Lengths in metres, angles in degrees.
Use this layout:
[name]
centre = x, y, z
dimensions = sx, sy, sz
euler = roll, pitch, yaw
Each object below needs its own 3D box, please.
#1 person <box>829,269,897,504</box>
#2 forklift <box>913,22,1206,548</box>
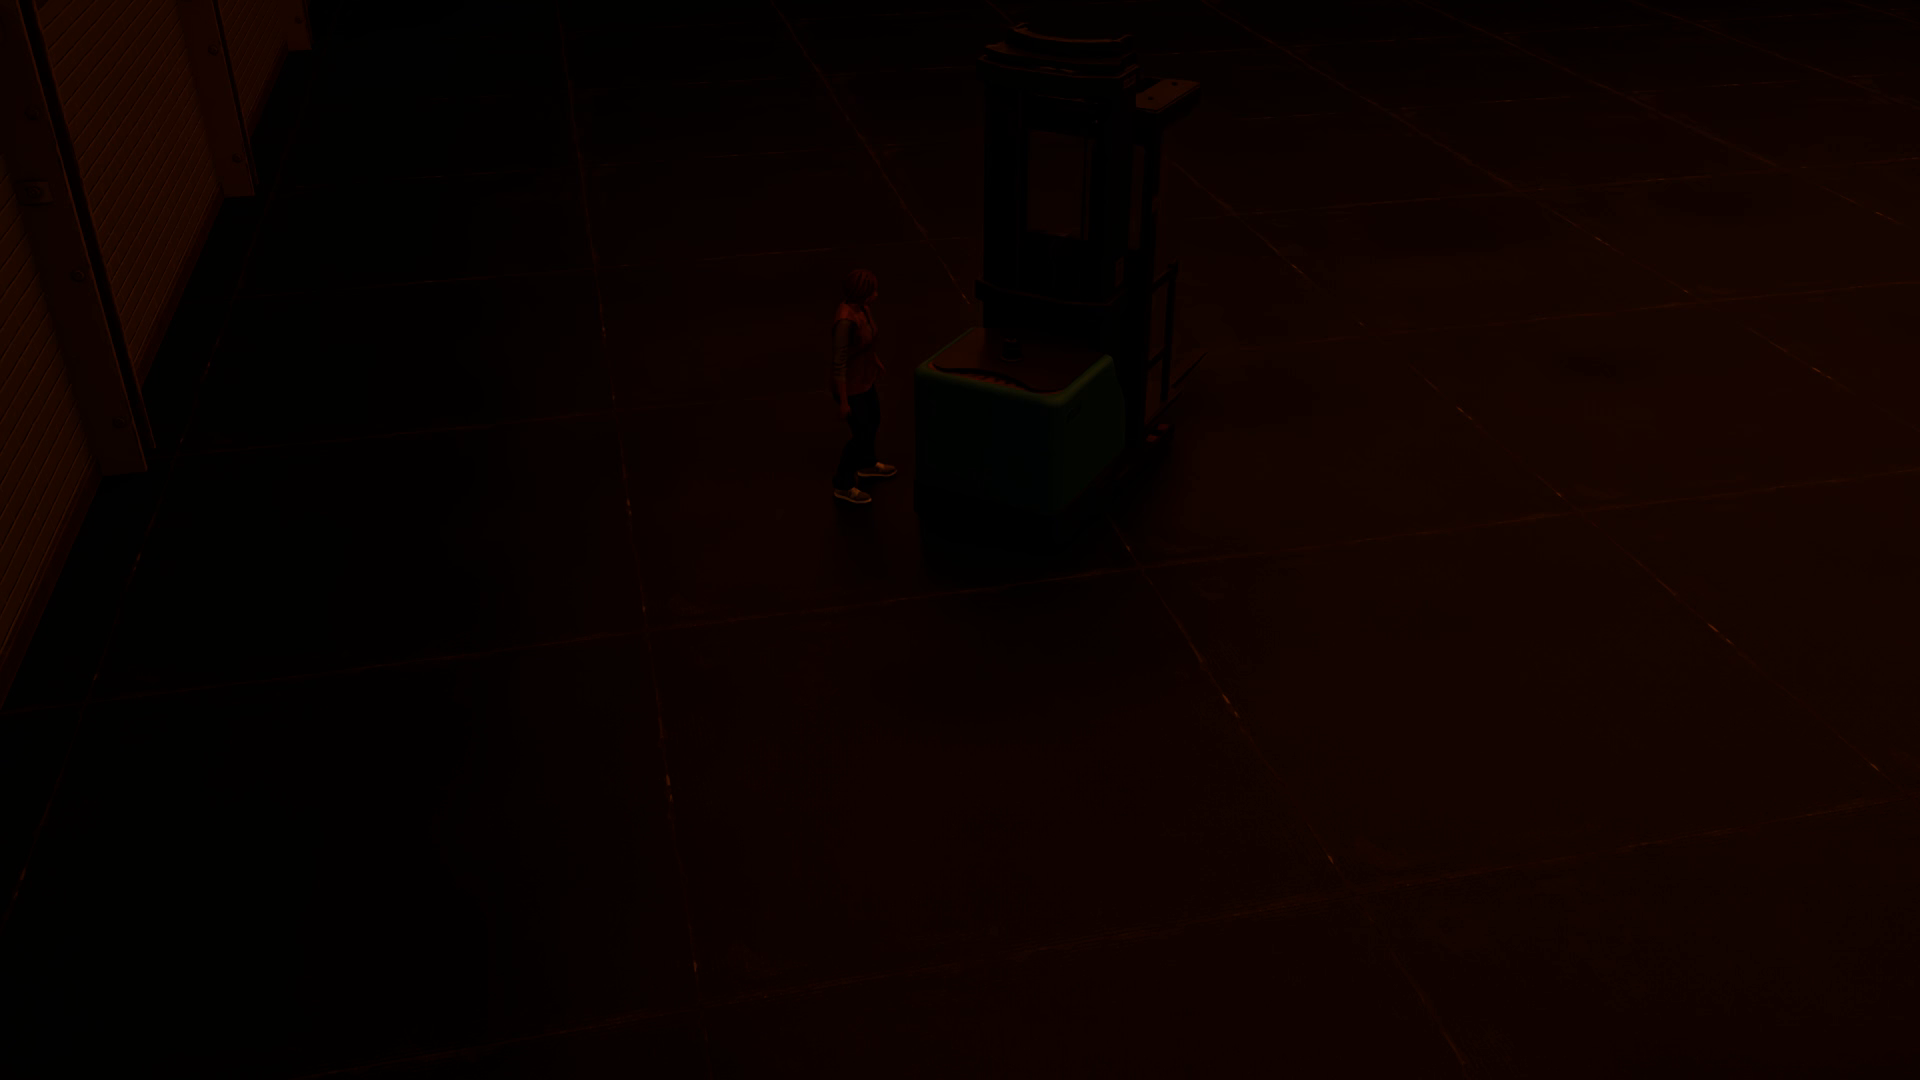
[person]
centre = -0.652, -0.995, 10.655
dimensions = 0.363, 1.571, 0.641
euler = 5, 30, 8
[forklift]
centre = 0.846, -1.926, 10.902
dimensions = 1.130, 2.935, 3.031
euler = 15, 33, 24
